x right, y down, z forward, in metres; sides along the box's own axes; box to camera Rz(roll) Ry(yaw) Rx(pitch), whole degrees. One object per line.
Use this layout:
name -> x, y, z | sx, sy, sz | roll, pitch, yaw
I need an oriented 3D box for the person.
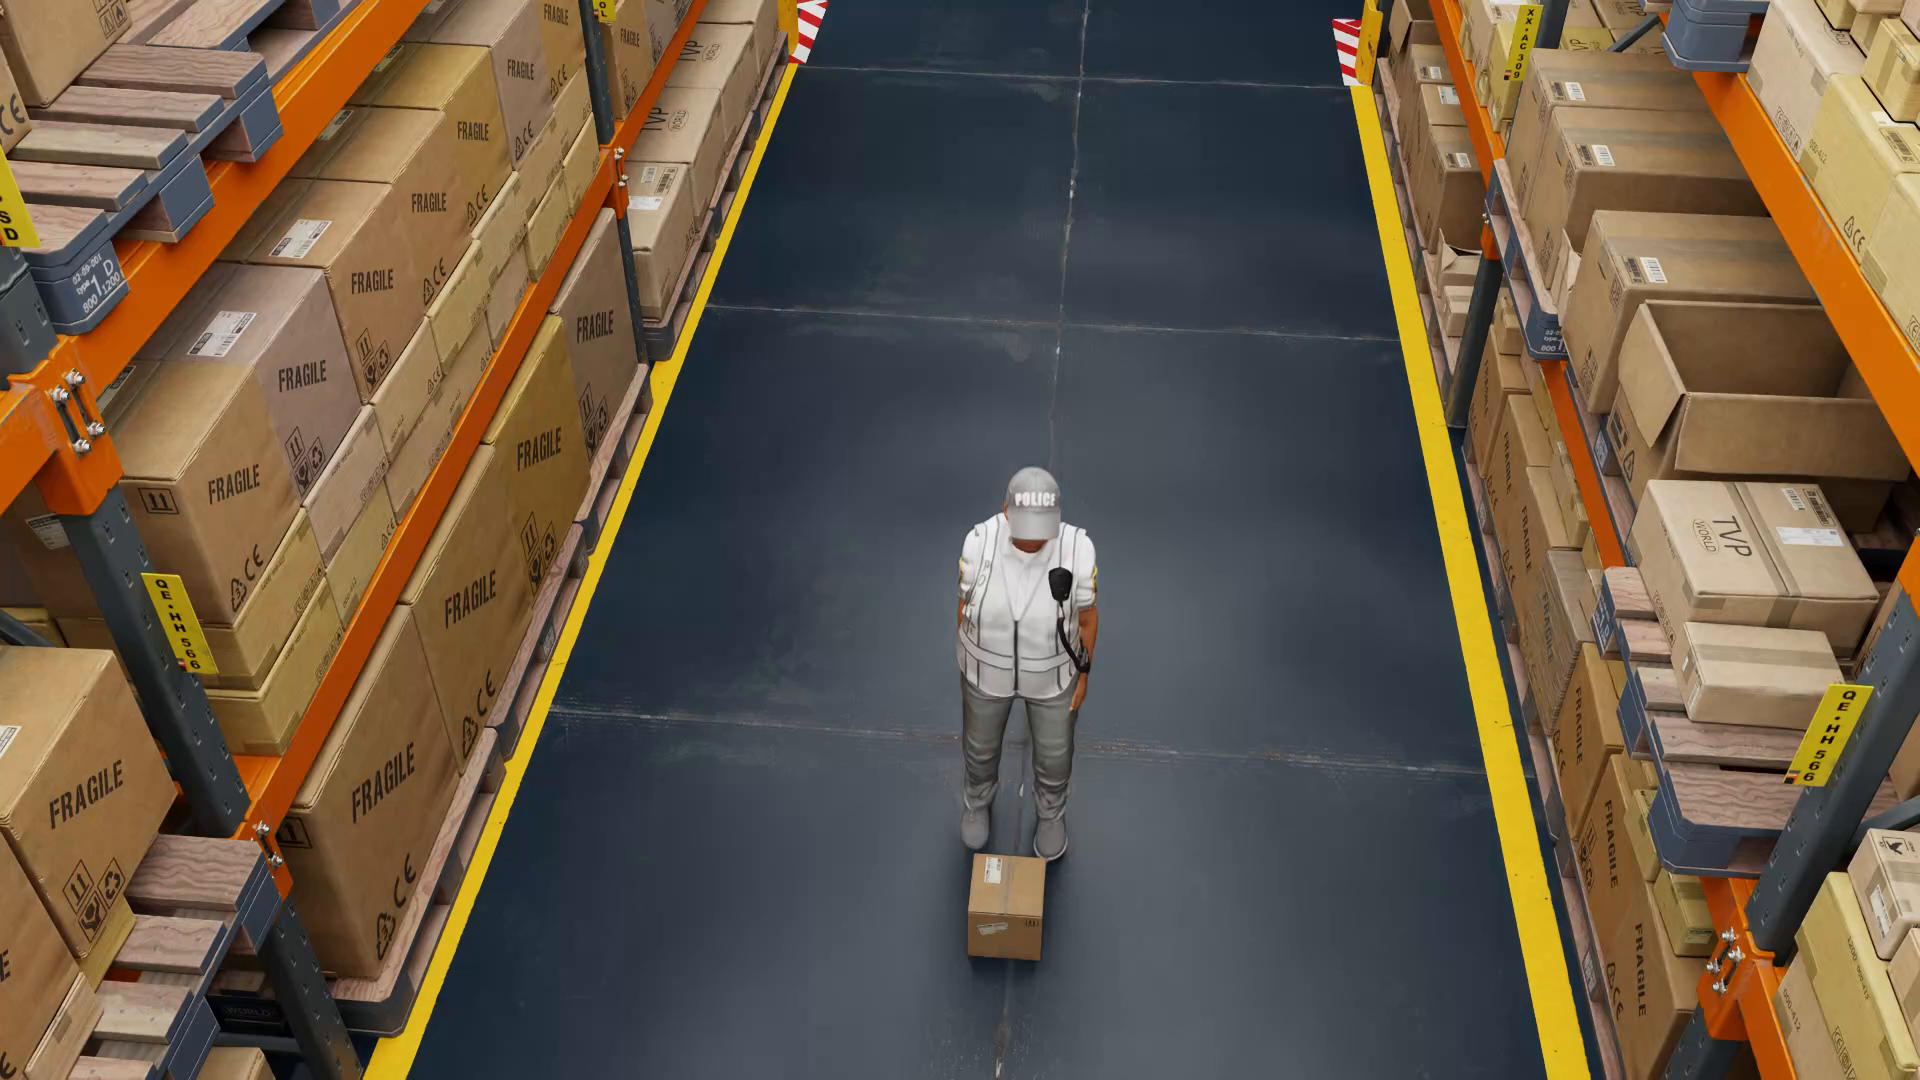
person -> 0.221, 0.450, 5.650 | 0.468, 1.684, 0.390 | 4, 40, 5
